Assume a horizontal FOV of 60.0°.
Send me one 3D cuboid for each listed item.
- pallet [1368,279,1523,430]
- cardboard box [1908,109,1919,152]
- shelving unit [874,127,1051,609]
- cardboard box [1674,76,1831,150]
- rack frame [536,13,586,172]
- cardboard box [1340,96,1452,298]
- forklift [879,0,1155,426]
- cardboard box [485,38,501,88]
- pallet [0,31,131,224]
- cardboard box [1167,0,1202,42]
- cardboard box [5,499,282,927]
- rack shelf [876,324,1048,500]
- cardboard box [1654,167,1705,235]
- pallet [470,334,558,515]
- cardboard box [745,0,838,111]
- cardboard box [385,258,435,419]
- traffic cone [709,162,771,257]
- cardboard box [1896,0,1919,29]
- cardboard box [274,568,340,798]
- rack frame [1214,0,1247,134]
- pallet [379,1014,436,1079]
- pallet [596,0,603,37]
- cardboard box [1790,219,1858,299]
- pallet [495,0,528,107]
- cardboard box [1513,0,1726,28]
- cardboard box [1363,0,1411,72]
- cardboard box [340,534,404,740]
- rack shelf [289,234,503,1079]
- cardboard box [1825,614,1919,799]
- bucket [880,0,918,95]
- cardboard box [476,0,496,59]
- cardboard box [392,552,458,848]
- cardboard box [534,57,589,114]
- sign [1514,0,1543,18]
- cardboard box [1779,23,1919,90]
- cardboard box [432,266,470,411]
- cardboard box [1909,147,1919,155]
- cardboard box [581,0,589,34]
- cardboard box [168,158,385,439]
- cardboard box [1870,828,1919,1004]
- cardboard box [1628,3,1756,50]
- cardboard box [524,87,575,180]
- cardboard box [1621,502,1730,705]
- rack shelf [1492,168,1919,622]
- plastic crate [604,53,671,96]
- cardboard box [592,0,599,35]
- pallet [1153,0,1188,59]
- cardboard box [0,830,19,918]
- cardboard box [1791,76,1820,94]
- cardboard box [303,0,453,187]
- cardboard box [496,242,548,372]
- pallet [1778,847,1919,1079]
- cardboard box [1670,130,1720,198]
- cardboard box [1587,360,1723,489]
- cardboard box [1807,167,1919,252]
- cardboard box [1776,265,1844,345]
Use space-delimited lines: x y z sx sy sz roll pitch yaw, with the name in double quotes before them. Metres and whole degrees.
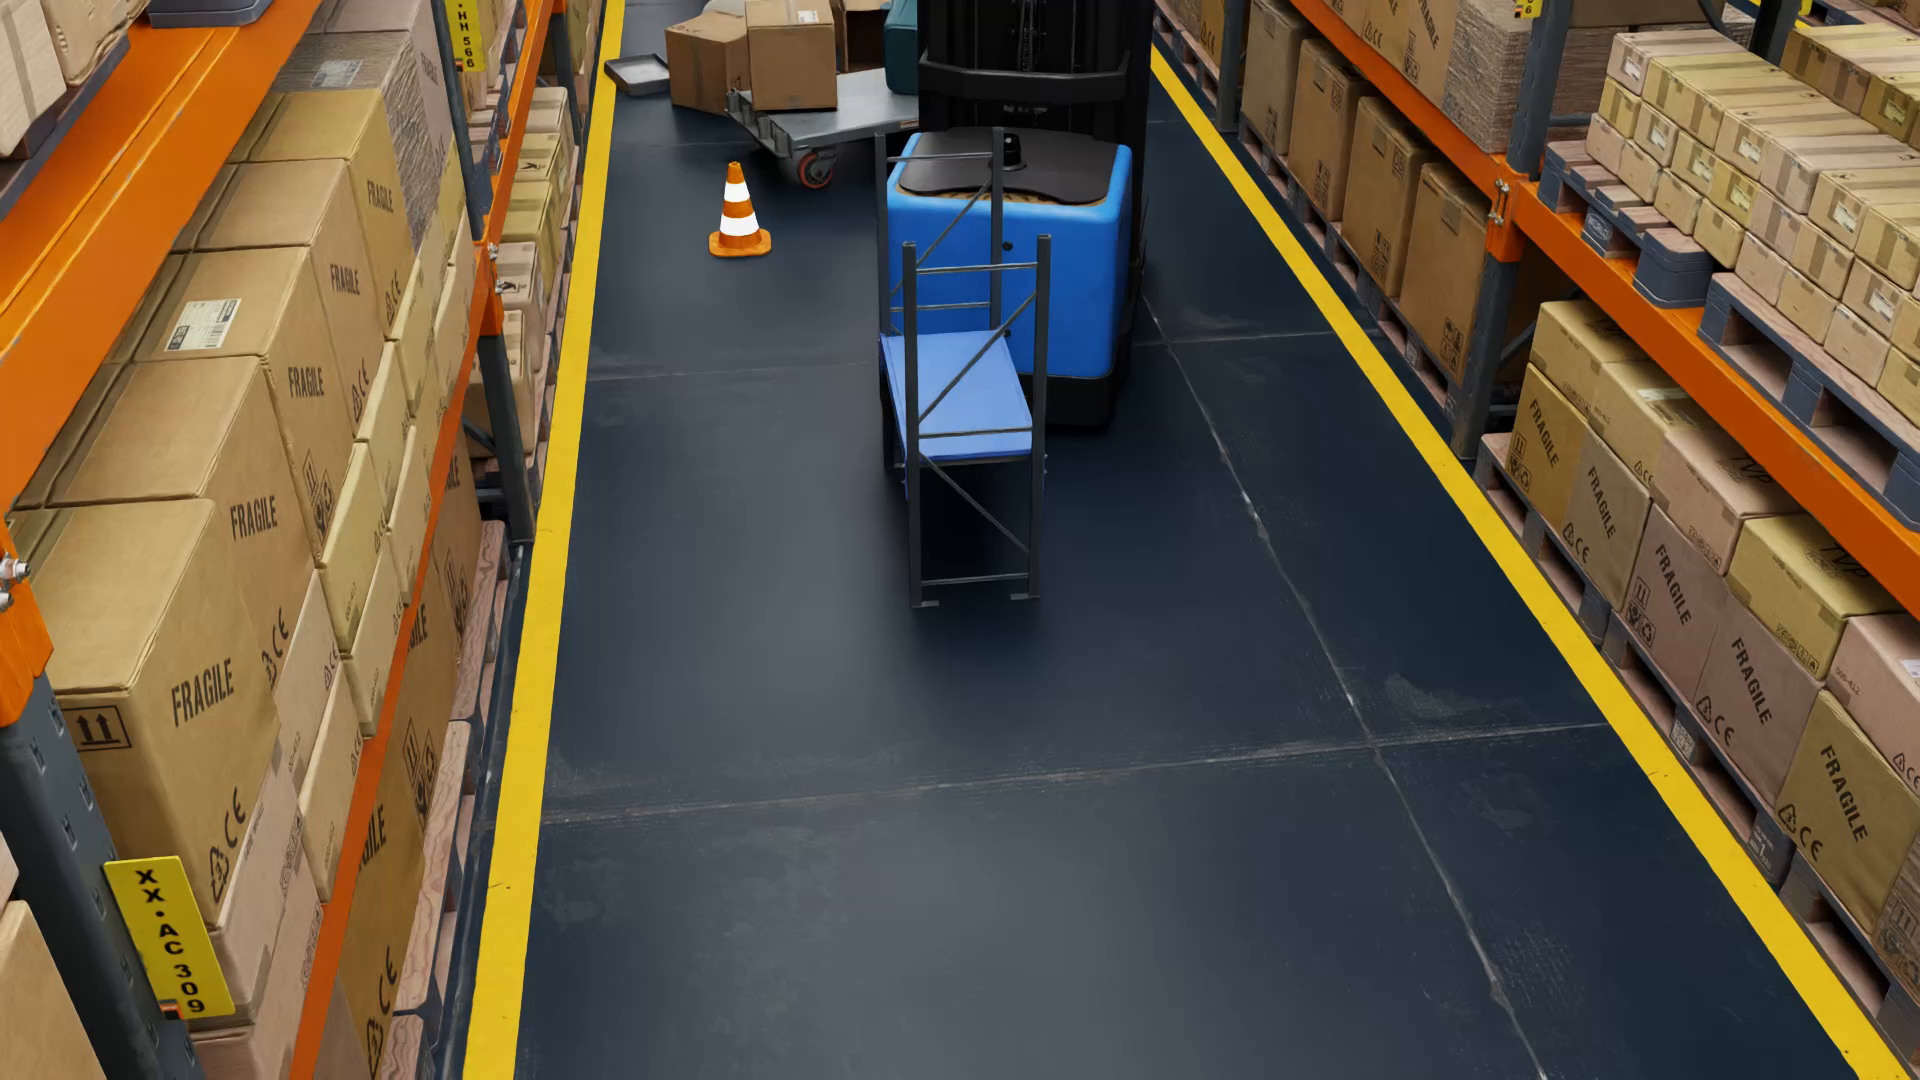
"pallet" 2.636 -0.945 7.949 1.003 0.211 1.213 -4 35 -6
"cardboard box" 3.294 -1.293 5.306 0.380 0.149 0.250 -3 34 -5
"shelving unit" -0.011 -0.667 6.397 0.538 1.500 1.048 -4 35 -6
"cardboard box" 2.605 -1.408 5.474 0.380 0.149 0.250 -5 35 -7
"rack frame" -2.762 -3.452 9.152 1.000 3.000 0.127 -4 35 -6
"cardboard box" 2.554 -1.730 8.249 1.050 0.750 0.750 -4 34 -6
"forklift" 0.385 -2.534 7.866 1.130 2.935 3.031 5 35 8
"cardboard box" -2.096 -1.957 6.808 0.380 0.149 0.250 -4 34 -6
"pallet" -1.858 -0.656 2.556 0.805 0.209 1.217 -6 35 -8
"cardboard box" 1.989 -4.038 11.526 0.875 0.875 0.875 -4 34 -6
"cardboard box" -1.460 0.290 2.684 0.500 0.500 0.500 -4 34 -6
"rack shelf" -0.011 -0.519 6.499 0.538 0.185 1.000 -4 35 -6
"cardboard box" 2.600 -1.156 5.633 0.380 0.149 0.250 -3 34 -4
"pallet" -2.328 -0.504 7.302 1.003 0.211 1.213 -4 35 -6
"cardboard box" -1.002 -2.884 9.865 0.500 0.500 0.500 -4 35 -6
"cardboard box" -1.746 -0.544 4.574 0.500 0.250 0.500 -5 35 -8
"traffic cone" -1.208 -1.818 9.007 0.336 0.463 0.334 -4 35 -6
"cardboard box" 6.959 -3.889 11.640 0.500 0.500 0.500 6 35 9
"cardboard box" -1.564 0.312 3.318 0.500 0.250 0.500 -4 34 -6
"rack frame" 2.129 -3.884 9.785 1.000 3.000 0.127 -4 35 -6
"pallet" -1.865 1.739 4.010 1.003 0.211 1.213 -4 35 -6
"pallet" -3.216 -4.034 12.482 1.003 0.211 1.213 -4 35 -6
"cardboard box" 2.708 -0.841 4.906 0.380 0.149 0.250 -5 35 -7
"pallet" -2.531 -2.243 7.547 1.003 0.211 1.213 -4 35 -6
"cardboard box" 2.617 -2.357 6.569 0.700 0.500 0.500 -5 35 -7
"cardboard box" 2.208 -2.481 7.639 0.500 0.500 0.500 -5 35 -7
"cardboard box" -1.608 0.233 3.878 0.500 0.250 0.500 -5 35 -7
"rack shelf" -1.955 0.193 4.442 1.077 0.370 4.000 -4 35 -6
"cardboard box" 2.799 0.446 4.613 0.500 0.250 0.500 -3 34 -4
"bucket" -0.174 -3.060 10.134 0.726 0.611 0.620 7 45 10
"cardboard box" -2.132 -2.117 6.467 0.500 0.500 0.500 -3 34 -4
"cardboard box" -2.098 0.374 5.051 0.875 0.875 0.875 -4 34 -6
"cardboard box" -2.574 -2.839 10.322 0.500 0.250 0.500 -6 35 -9
"sign" 2.118 -2.086 6.119 0.100 0.325 0.005 -4 35 -6
"cardboard box" 3.188 -1.728 5.944 0.380 0.149 0.250 -6 35 -8
"cardboard box" -1.815 -0.612 5.117 0.500 0.250 0.500 -4 34 -6
"cardboard box" 3.294 -1.168 5.386 0.380 0.149 0.250 -4 35 -6
"cardboard box" -2.658 -3.447 10.547 0.500 0.500 0.500 -3 34 -4
"cardboard box" -1.697 -0.560 3.931 0.500 0.500 0.500 -5 35 -7
"cardboard box" 2.856 1.046 4.398 0.500 0.500 0.500 -5 35 -7
"cardboard box" 2.874 -1.964 6.879 0.500 0.500 0.500 -4 34 -6
"cardboard box" -2.689 -2.248 9.345 0.950 0.372 0.625 -4 34 -6
"cardboard box" 2.654 0.188 5.657 0.500 0.500 0.500 -5 35 -8
"rack shelf" 2.936 -0.238 5.075 1.077 0.370 4.000 -4 35 -6
"plastic crate" -2.161 -3.184 11.351 0.402 0.080 0.583 -16 38 -23
"cardboard box" -2.787 -3.710 11.599 0.500 0.250 0.500 -6 35 -8
"pallet" 1.937 -3.844 12.203 1.003 0.211 1.213 -4 35 -6
"cardboard box" -1.329 0.437 1.892 0.380 0.149 0.250 -5 35 -7
"cardboard box" 3.185 -1.603 6.025 0.380 0.149 0.250 -4 34 -5
"cardboard box" -1.895 -1.406 5.173 0.500 0.500 0.500 -5 35 -8
"cardboard box" -2.397 -1.035 7.566 0.950 0.372 0.625 -5 35 -7
"pallet" 3.099 1.299 4.657 1.003 0.211 1.213 -4 35 -6
"cardboard box" 2.611 -1.259 5.520 0.380 0.149 0.250 -5 35 -8
"cardboard box" 2.588 -0.416 5.878 0.500 0.250 0.500 -5 35 -7
"cardboard box" 2.716 -0.961 4.819 0.380 0.149 0.250 -3 34 -5
"cardboard box" 2.708 -0.717 4.988 0.380 0.149 0.250 -4 34 -6
